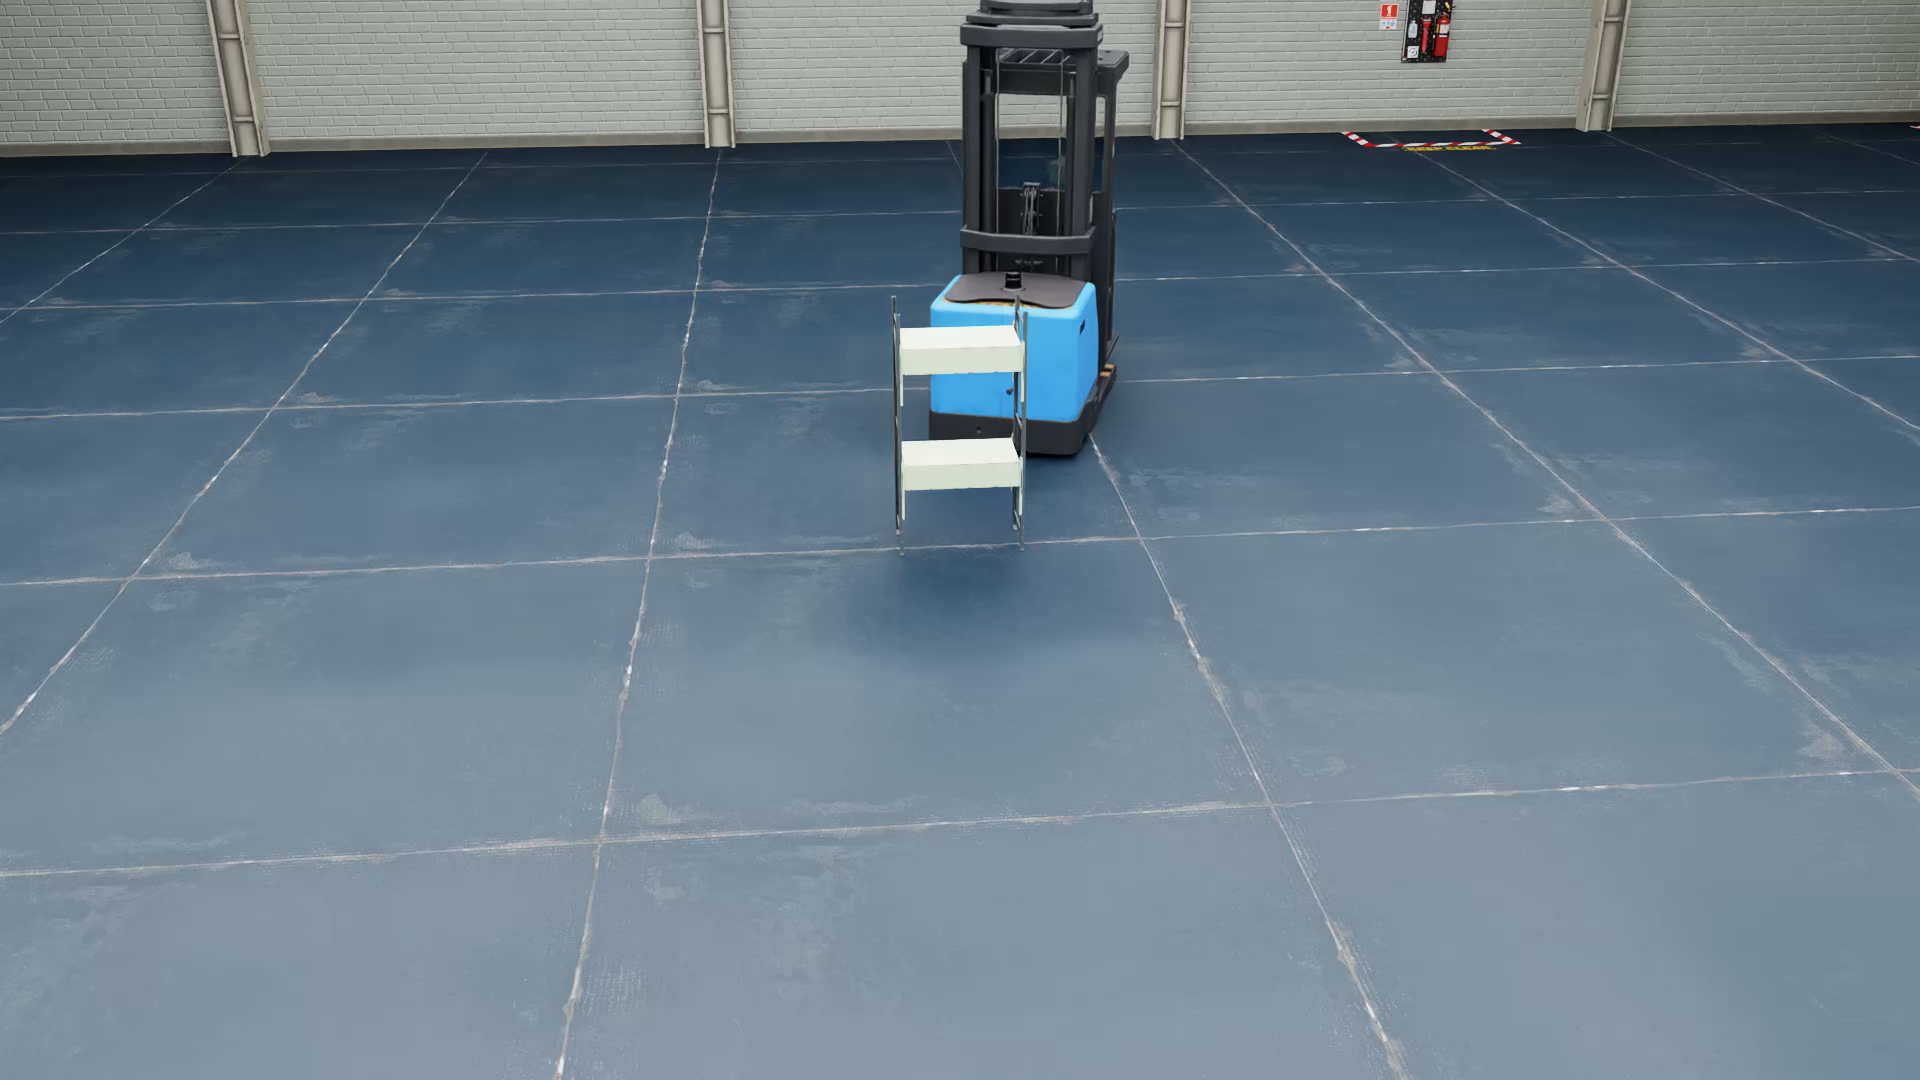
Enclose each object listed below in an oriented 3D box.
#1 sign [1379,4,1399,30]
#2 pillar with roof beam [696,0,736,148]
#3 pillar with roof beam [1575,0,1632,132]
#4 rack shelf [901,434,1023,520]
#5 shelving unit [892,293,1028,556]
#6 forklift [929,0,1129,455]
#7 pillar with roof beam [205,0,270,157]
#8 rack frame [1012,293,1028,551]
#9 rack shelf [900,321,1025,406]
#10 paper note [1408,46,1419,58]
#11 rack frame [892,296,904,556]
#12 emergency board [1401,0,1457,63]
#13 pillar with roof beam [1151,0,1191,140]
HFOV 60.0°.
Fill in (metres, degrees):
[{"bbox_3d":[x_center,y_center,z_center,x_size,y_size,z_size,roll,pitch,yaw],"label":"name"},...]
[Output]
[{"bbox_3d":[5.754,-7.022,22.311,0.234,0.329,0.001,-2,24,-5],"label":"sign"},{"bbox_3d":[-2.741,-7.591,16.250,0.400,9.000,9.100,-2,24,-5],"label":"pillar with roof beam"},{"bbox_3d":[9.200,-8.070,17.328,0.400,9.000,9.100,-2,24,-5],"label":"pillar with roof beam"},{"bbox_3d":[-0.007,-0.387,10.077,0.720,0.370,0.431,-2,24,-5],"label":"rack shelf"},{"bbox_3d":[-0.007,-0.685,9.945,0.755,1.500,0.431,-2,24,-5],"label":"shelving unit"},{"bbox_3d":[0.610,-2.493,12.251,1.130,2.935,3.031,5,24,12],"label":"forklift"},{"bbox_3d":[-8.712,-7.352,15.711,0.400,9.000,9.100,-2,24,-5],"label":"pillar with roof beam"},{"bbox_3d":[0.358,-0.700,9.978,0.023,1.500,0.400,-2,24,-5],"label":"rack frame"},{"bbox_3d":[-0.007,-1.042,9.786,0.720,0.370,0.431,-2,24,-5],"label":"rack shelf"},{"bbox_3d":[6.131,-6.604,22.499,0.142,0.148,0.016,-2,24,-5],"label":"paper note"},{"bbox_3d":[-0.371,-0.670,9.912,0.023,1.500,0.400,-2,24,-5],"label":"rack frame"},{"bbox_3d":[6.314,-6.986,22.274,0.643,1.169,0.194,-2,24,-5],"label":"emergency board"},{"bbox_3d":[3.229,-7.831,16.789,0.400,9.000,9.100,-2,24,-5],"label":"pillar with roof beam"}]
